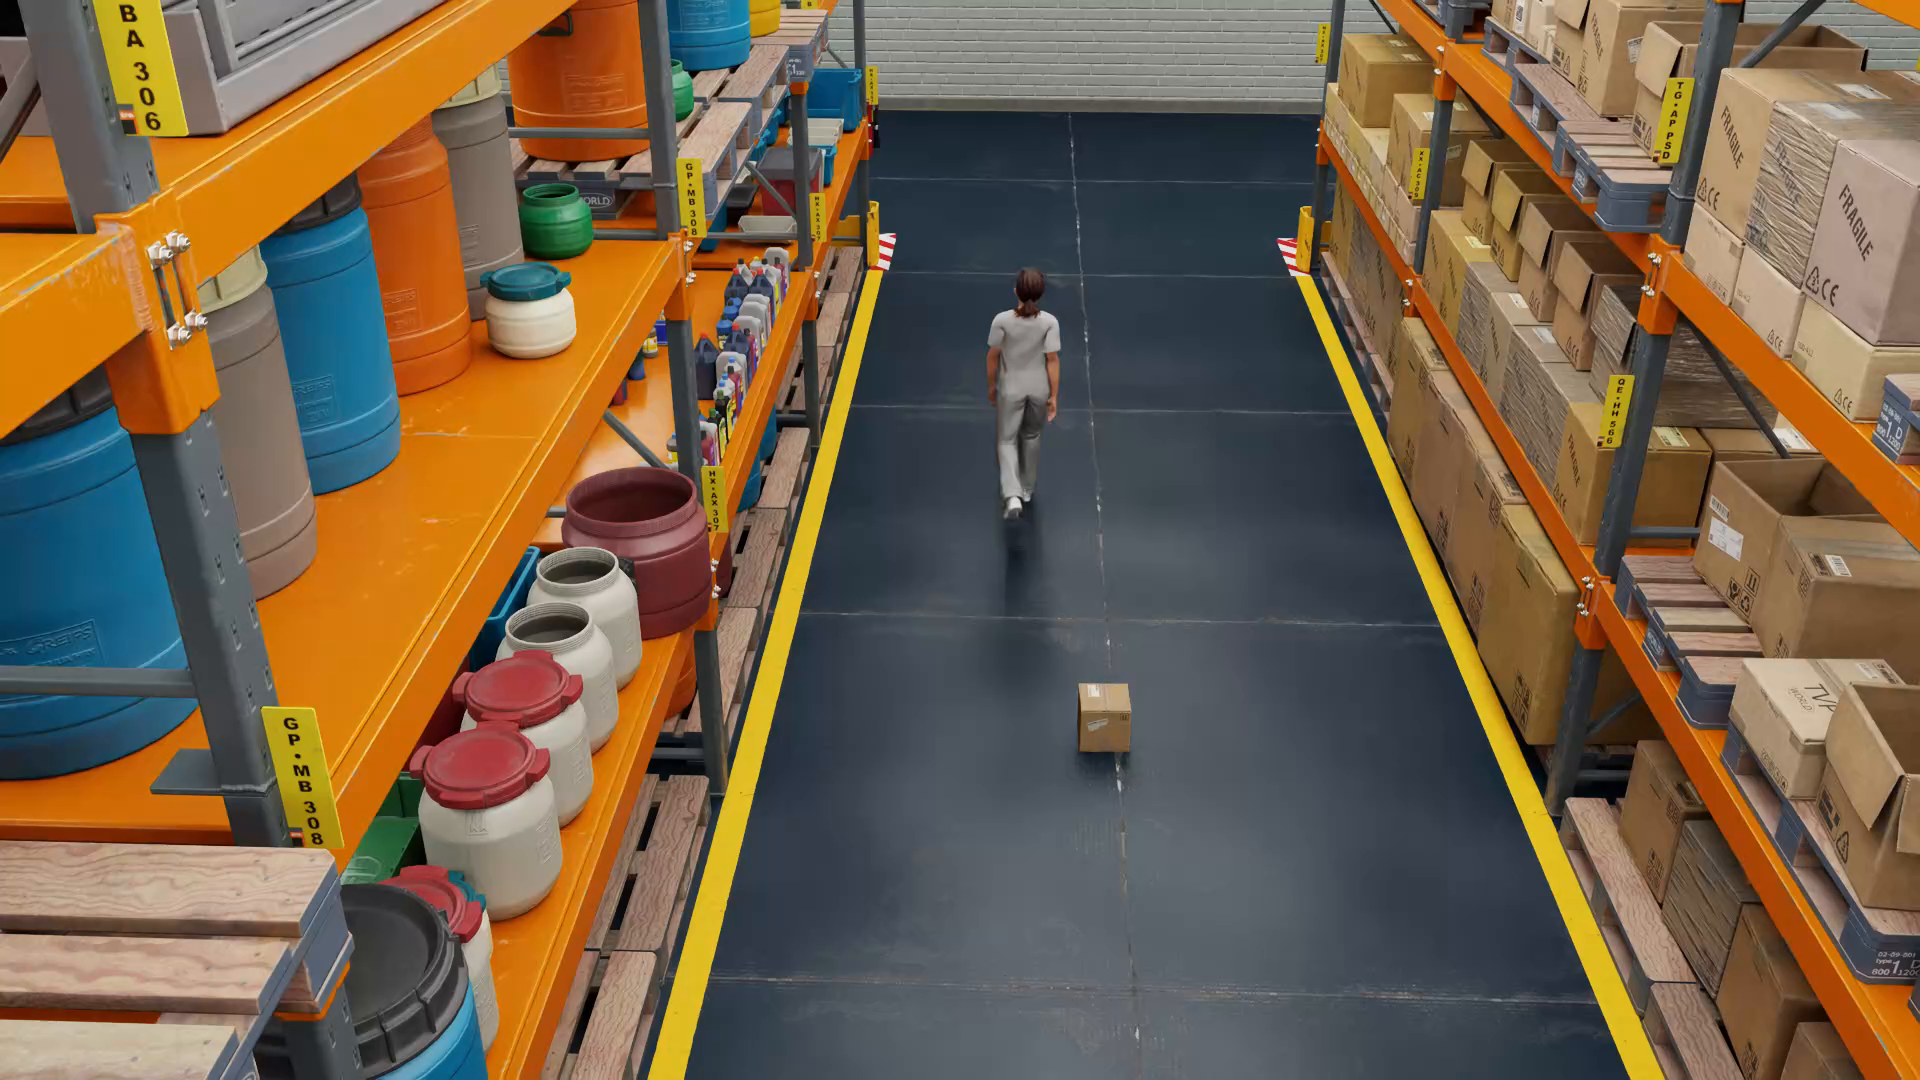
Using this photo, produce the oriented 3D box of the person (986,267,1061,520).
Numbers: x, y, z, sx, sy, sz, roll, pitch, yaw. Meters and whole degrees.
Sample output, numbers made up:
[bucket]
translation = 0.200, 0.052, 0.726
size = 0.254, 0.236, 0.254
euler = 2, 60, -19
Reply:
[person]
translation = 0.390, -0.897, 10.296
size = 0.452, 1.632, 0.886
euler = -1, 28, -1
